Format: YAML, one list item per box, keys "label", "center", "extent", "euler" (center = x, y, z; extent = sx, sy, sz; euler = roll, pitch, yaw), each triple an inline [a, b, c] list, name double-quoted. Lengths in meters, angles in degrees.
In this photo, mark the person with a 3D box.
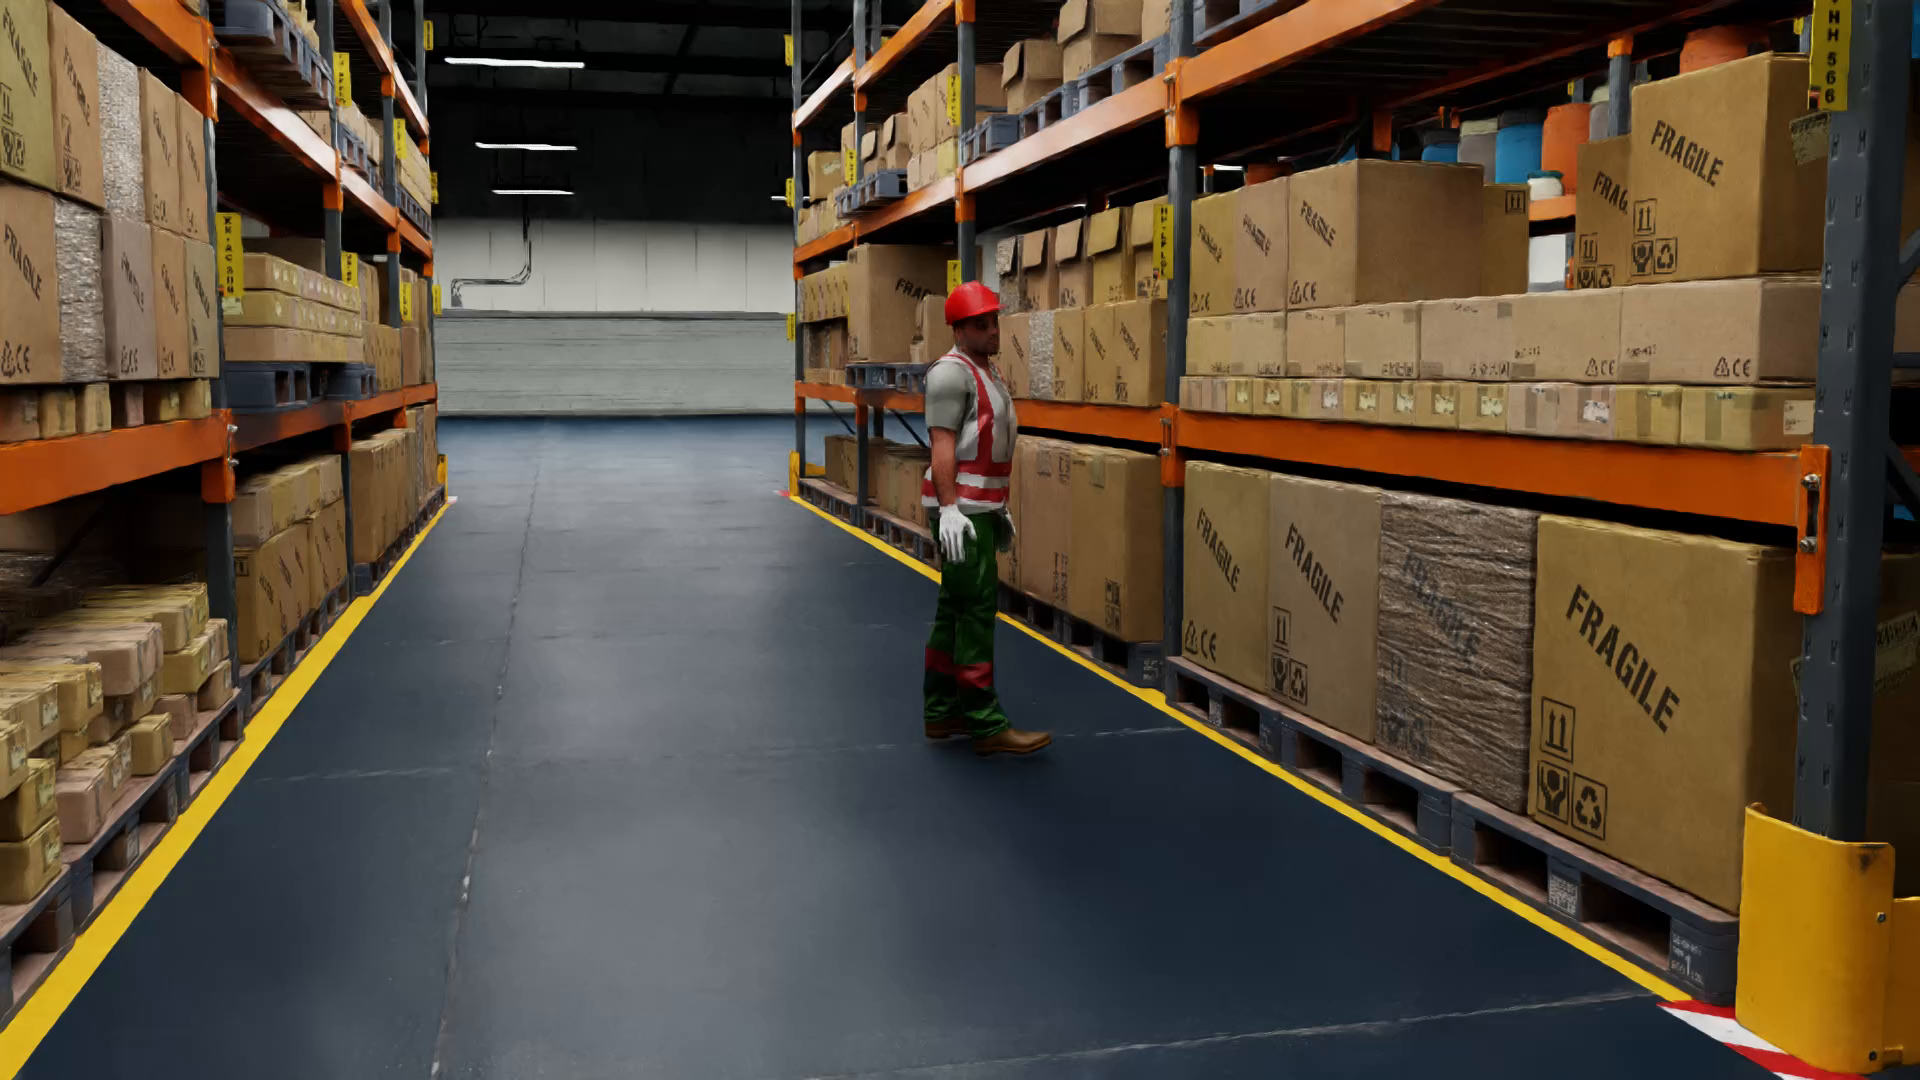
- label: "person"
  center: [0.094, -0.086, 6.351]
  extent: [0.569, 1.786, 0.663]
  euler: [2, 6, 15]
